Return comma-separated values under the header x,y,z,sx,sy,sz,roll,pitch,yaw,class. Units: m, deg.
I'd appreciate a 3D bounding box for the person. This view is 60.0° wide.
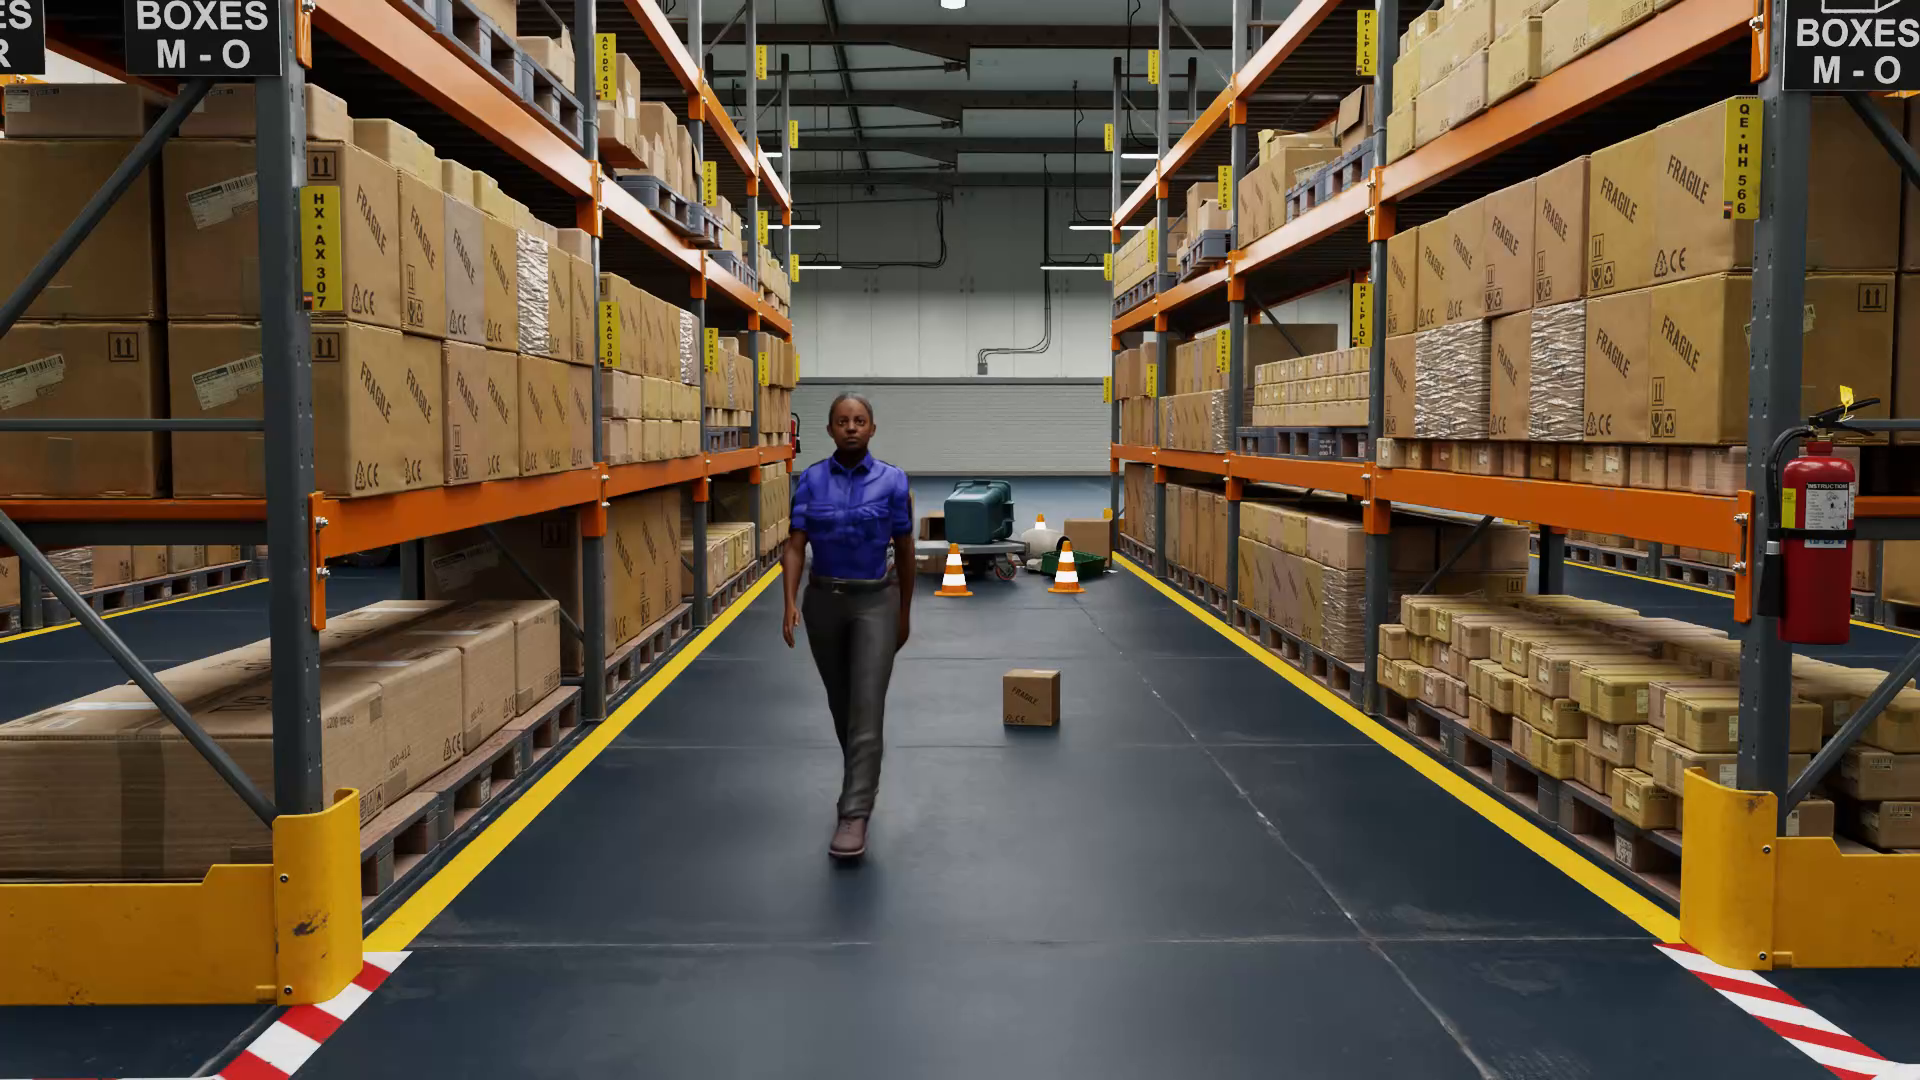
x,y,z,sx,sy,sz,roll,pitch,yaw,class
-0.415,0.258,6.054,0.449,1.592,0.991,1,4,10,person
